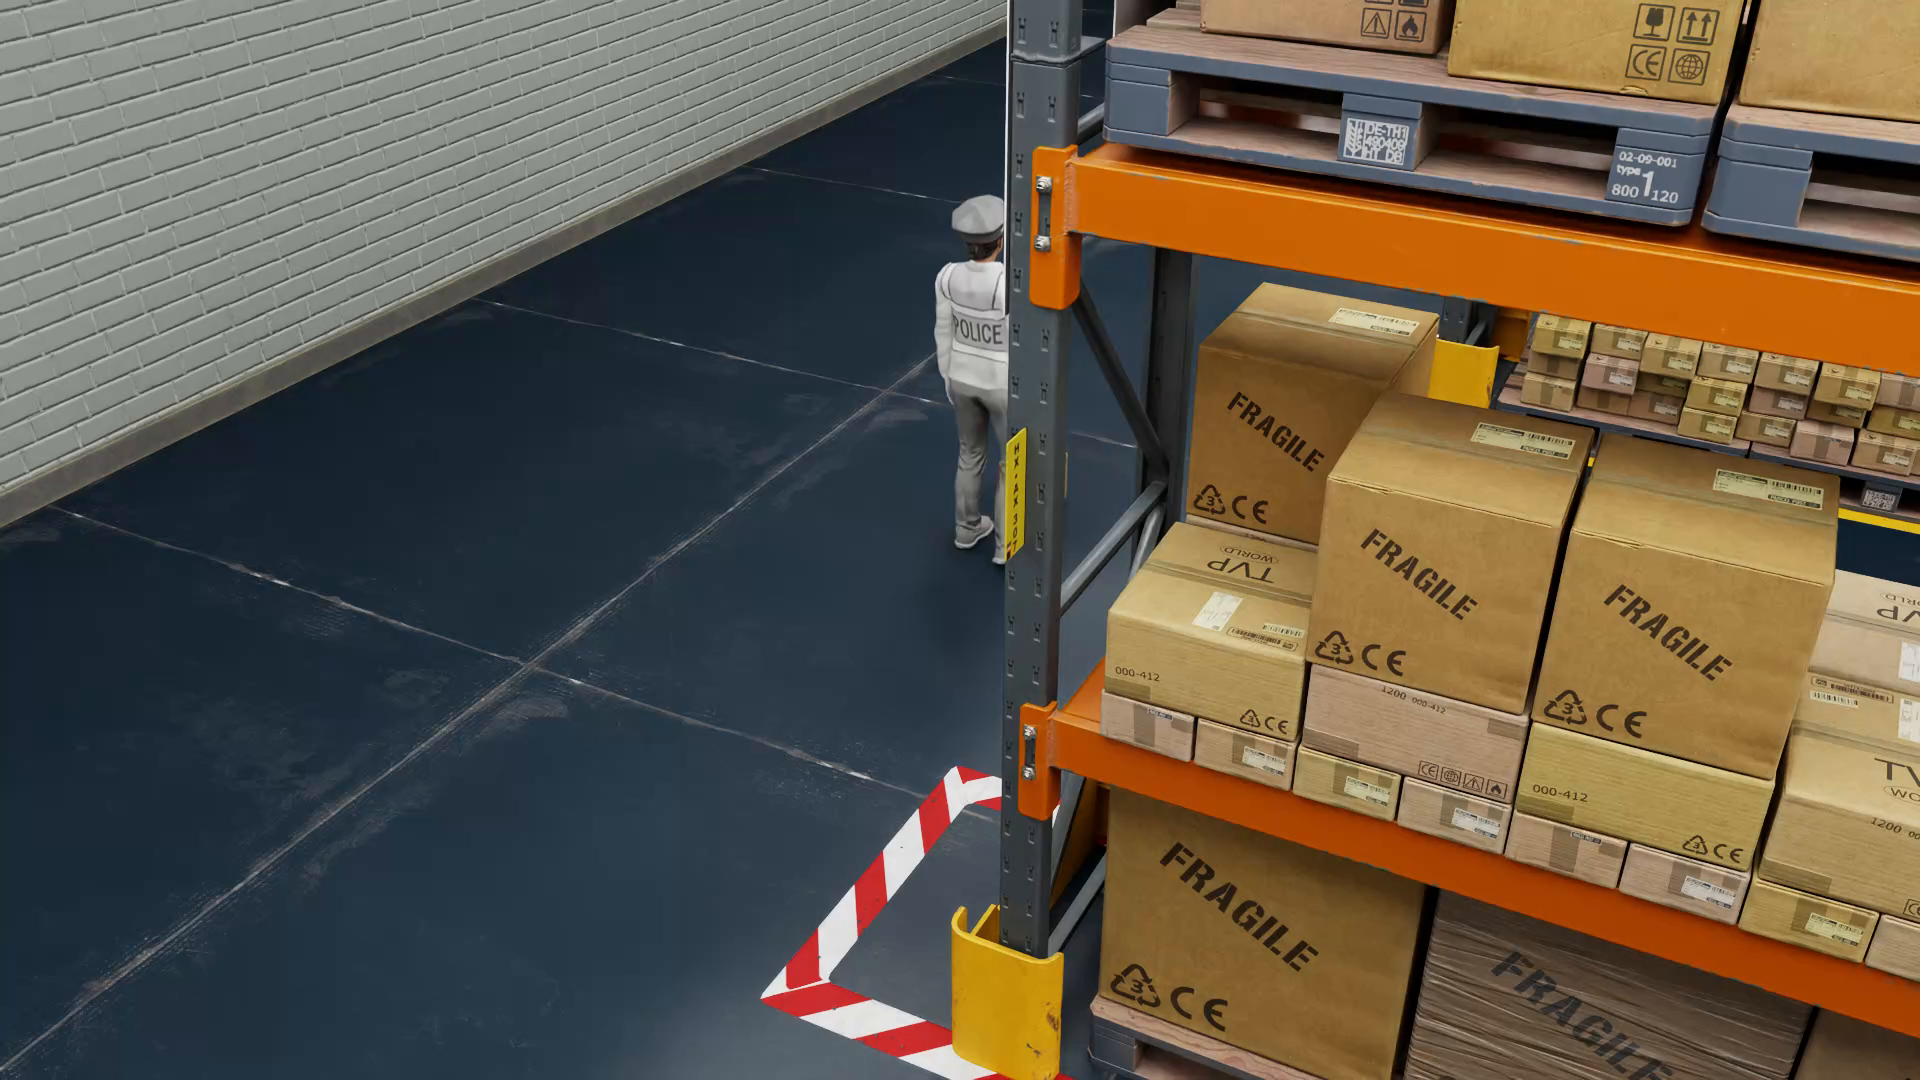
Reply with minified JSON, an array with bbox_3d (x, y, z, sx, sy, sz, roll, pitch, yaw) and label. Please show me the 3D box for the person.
[{"bbox_3d":[0.122,-0.668,7.322,0.471,1.733,0.378,15,34,25],"label":"person"}]
